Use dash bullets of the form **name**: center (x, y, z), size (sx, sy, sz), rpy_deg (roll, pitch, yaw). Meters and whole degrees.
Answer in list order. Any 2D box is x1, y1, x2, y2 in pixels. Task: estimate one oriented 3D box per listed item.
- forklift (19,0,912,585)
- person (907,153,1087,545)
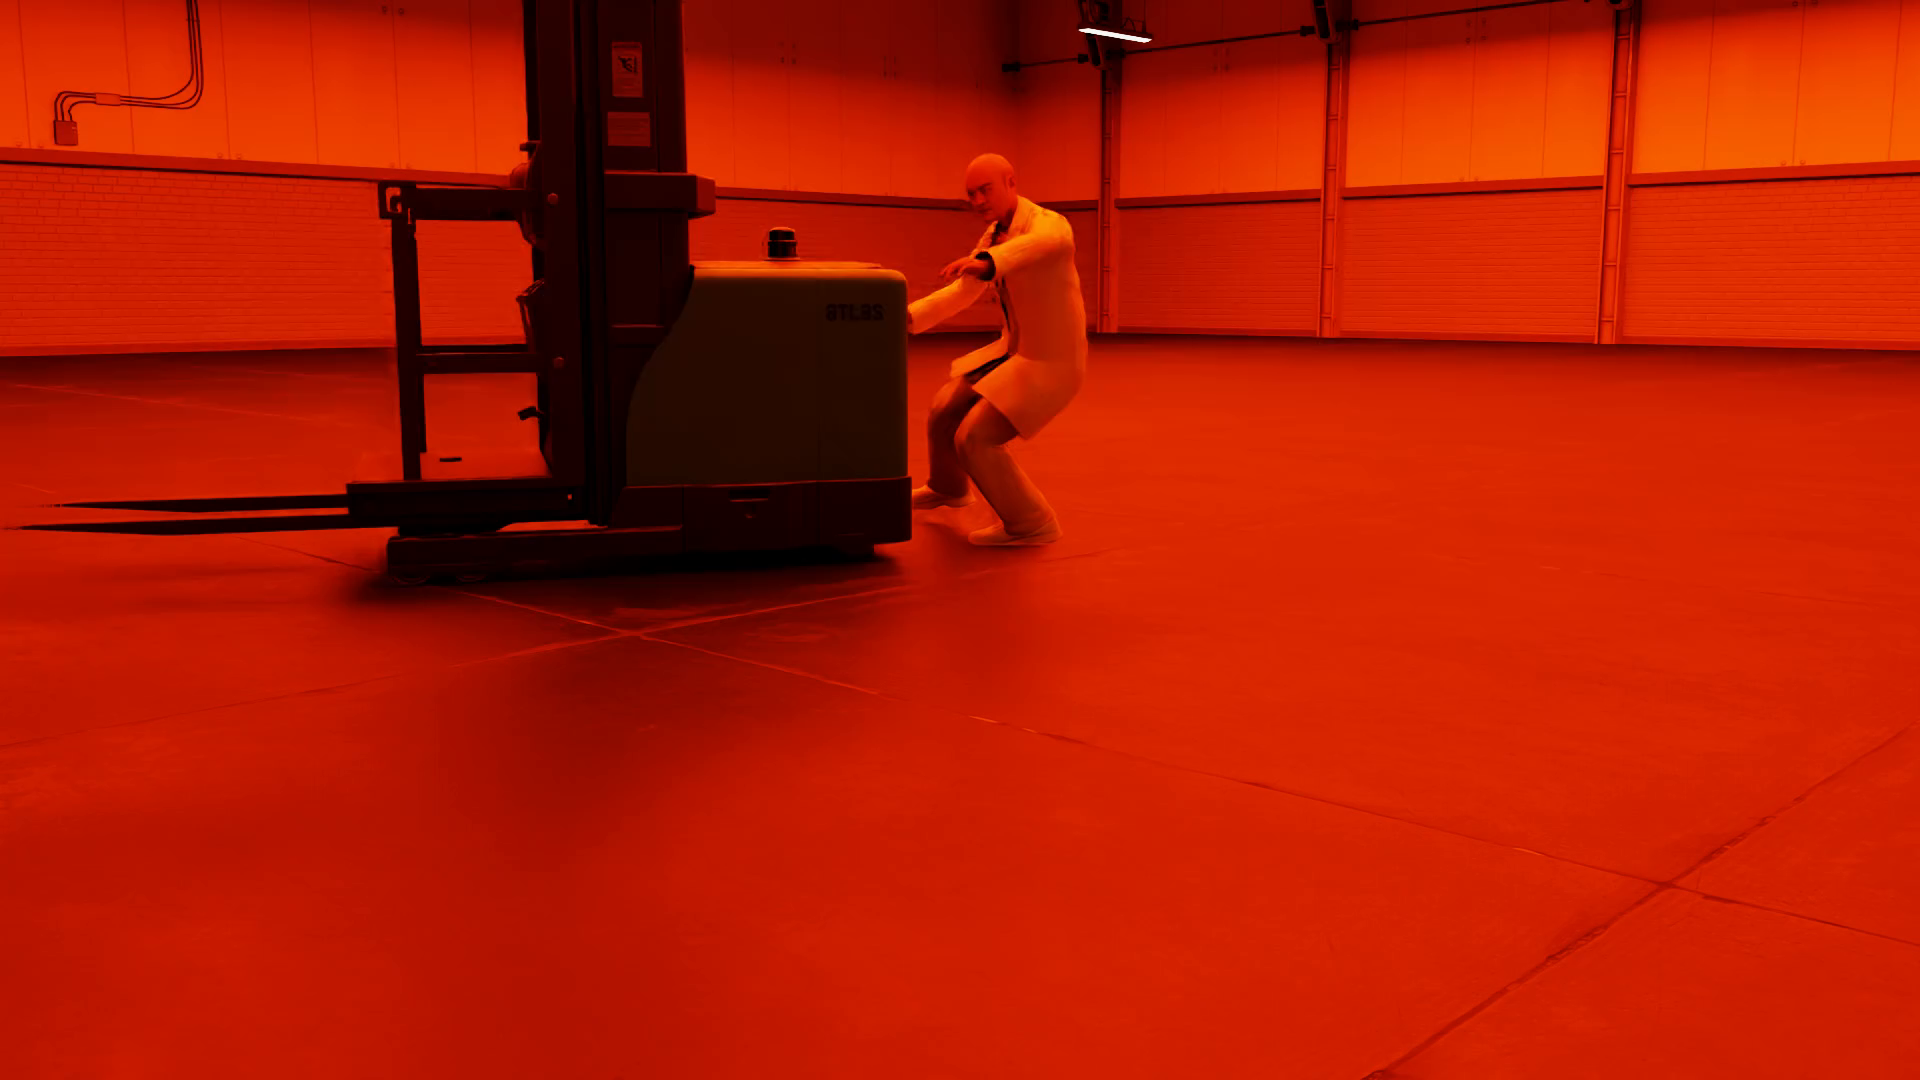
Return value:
- **forklift**: center (-1.756, -1.382, 6.054), size (3.031, 2.935, 1.130), rpy_deg (-3, 9, -16)
- **person**: center (0.027, -0.713, 6.469), size (0.861, 1.526, 1.490), rpy_deg (-4, 9, -25)
